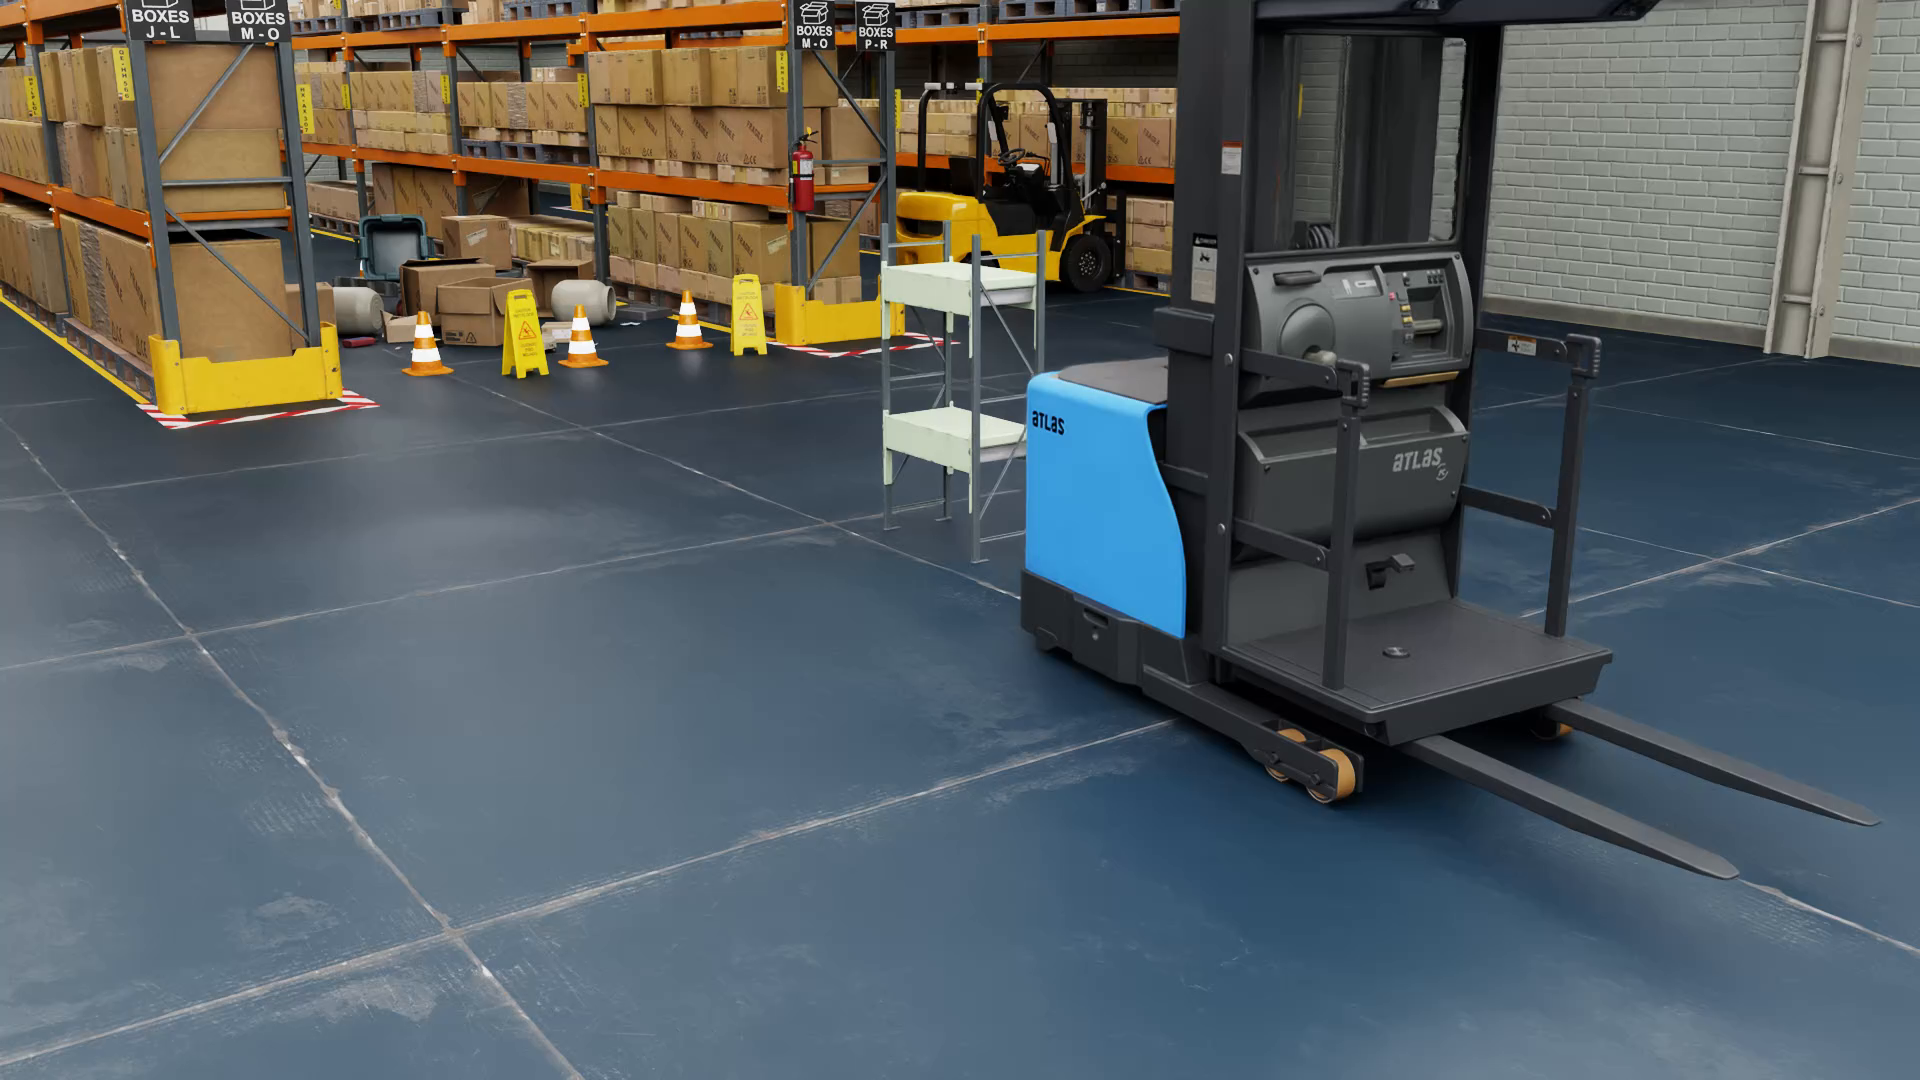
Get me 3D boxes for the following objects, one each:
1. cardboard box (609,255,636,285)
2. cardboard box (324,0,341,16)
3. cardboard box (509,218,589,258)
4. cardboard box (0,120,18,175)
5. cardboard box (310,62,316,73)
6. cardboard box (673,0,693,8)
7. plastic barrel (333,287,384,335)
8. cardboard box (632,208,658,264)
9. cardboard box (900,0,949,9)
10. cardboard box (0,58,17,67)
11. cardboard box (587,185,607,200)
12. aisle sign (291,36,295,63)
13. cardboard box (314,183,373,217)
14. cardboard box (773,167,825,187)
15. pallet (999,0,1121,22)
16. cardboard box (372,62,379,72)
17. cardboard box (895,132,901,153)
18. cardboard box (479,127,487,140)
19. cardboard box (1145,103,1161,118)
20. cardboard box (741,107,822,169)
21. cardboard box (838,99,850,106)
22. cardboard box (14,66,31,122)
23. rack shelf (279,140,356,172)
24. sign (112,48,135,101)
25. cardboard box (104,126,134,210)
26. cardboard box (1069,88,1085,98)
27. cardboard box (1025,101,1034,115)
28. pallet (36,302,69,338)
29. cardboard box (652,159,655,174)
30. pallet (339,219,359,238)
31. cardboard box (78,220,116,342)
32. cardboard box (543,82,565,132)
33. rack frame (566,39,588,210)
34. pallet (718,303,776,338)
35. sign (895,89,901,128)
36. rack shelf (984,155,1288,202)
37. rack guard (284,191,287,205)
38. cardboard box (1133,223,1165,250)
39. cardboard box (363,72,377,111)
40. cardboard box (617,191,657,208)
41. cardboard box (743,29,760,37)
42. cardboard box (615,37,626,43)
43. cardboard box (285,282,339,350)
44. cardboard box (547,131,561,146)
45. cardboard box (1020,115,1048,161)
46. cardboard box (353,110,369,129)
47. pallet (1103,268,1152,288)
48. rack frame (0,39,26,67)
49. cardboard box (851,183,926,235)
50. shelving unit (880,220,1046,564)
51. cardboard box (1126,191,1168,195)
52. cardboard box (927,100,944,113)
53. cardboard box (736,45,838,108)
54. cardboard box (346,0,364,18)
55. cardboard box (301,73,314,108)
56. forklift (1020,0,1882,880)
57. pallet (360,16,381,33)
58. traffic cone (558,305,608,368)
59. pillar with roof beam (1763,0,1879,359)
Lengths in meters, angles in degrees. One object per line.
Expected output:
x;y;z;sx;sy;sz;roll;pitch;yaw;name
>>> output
-3.214;-2.760;16.891;0.500;0.250;0.500;-12;19;-37;cardboard box
-8.681;-7.479;23.308;0.396;0.266;0.258;-10;18;-33;cardboard box
-4.930;-3.562;19.592;0.950;0.372;0.625;-11;19;-36;cardboard box
-8.996;-3.810;16.126;0.500;0.500;0.500;-11;19;-35;cardboard box
-9.342;-6.952;24.484;0.380;0.149;0.250;-11;19;-35;cardboard box
-2.366;-4.877;15.006;0.380;0.149;0.250;-11;19;-35;cardboard box
-5.380;-2.015;14.636;0.512;0.421;0.421;1;15;4;plastic barrel
-2.890;-3.009;16.381;0.500;0.500;0.500;-10;18;-32;cardboard box
-0.404;-6.758;20.587;0.500;0.311;0.500;-12;19;-36;cardboard box
-12.059;-5.778;20.858;0.500;0.500;0.500;-10;18;-33;cardboard box
-6.103;-6.238;29.120;0.797;0.503;0.637;-12;19;-37;cardboard box
-10.675;-7.838;26.108;0.394;0.787;0.004;-11;19;-35;aisle sign
-9.385;-5.261;25.675;0.875;0.438;0.875;-10;18;-33;cardboard box
-1.384;-3.123;14.280;0.380;0.149;0.250;-10;18;-33;cardboard box
1.192;-6.049;18.980;1.003;0.211;1.213;-11;19;-35;pallet
-8.186;-6.763;23.792;0.380;0.149;0.250;-11;19;-34;cardboard box
-0.715;-5.144;21.472;0.500;0.250;0.500;-10;18;-33;cardboard box
-5.391;-4.758;19.457;0.380;0.149;0.250;-12;20;-38;cardboard box
2.178;-4.530;17.526;0.380;0.149;0.250;-11;19;-35;cardboard box
-1.533;-3.462;14.291;0.500;0.500;0.500;-11;19;-36;cardboard box
-1.403;-5.817;22.228;0.380;0.149;0.250;-10;18;-33;cardboard box
-8.481;-4.223;15.739;0.700;0.500;0.500;-11;19;-35;cardboard box
-9.223;-5.840;25.094;1.077;0.370;4.000;-11;19;-35;rack shelf
-5.383;-2.999;10.709;0.100;0.325;0.005;-11;19;-35;sign
-5.531;-2.666;11.851;0.875;0.550;0.550;-11;19;-35;cardboard box
1.439;-4.950;18.500;0.380;0.149;0.250;-11;19;-35;cardboard box
0.974;-4.969;19.130;0.380;0.149;0.250;-11;19;-35;cardboard box
-7.802;-2.070;15.238;1.003;0.211;1.213;-11;19;-35;pallet
-2.746;-3.605;16.042;0.380;0.149;0.250;-11;19;-35;cardboard box
-8.430;-4.589;24.444;1.003;0.211;1.213;-11;19;-35;pallet
-6.441;-2.102;13.304;0.875;0.875;0.875;-11;19;-34;cardboard box
-4.093;-4.614;17.705;0.500;0.500;0.500;-11;19;-34;cardboard box
-6.386;-7.385;29.377;1.000;3.000;0.127;-11;19;-35;rack frame
-1.485;-2.048;15.157;1.003;0.211;1.213;-11;19;-35;pallet
-0.552;-3.699;14.270;0.100;0.325;0.005;-11;19;-35;sign
1.846;-4.049;18.549;1.077;0.370;4.000;-11;19;-35;rack shelf
-10.413;-5.413;26.908;1.175;0.500;0.348;-11;19;-35;rack guard
2.197;-3.250;17.735;0.500;0.250;0.500;-11;19;-35;cardboard box
-7.699;-6.047;22.406;0.500;0.500;0.500;-11;19;-35;cardboard box
-3.189;-3.399;16.575;0.380;0.149;0.250;-11;19;-34;cardboard box
-2.770;-7.337;23.804;0.500;0.250;0.500;-11;19;-35;cardboard box
-5.413;-8.212;27.191;0.380;0.149;0.250;-10;18;-33;cardboard box
-5.545;-1.885;14.011;0.500;0.500;0.500;-7;17;-25;cardboard box
-4.190;-4.308;17.816;0.380;0.149;0.250;-11;19;-35;cardboard box
1.039;-4.627;19.110;0.500;0.500;0.500;-10;18;-34;cardboard box
-8.016;-5.791;22.889;0.500;0.250;0.500;-12;19;-36;cardboard box
1.825;-3.041;18.786;1.003;0.211;1.213;-11;19;-35;pallet
-11.991;-4.970;20.552;1.000;3.000;0.127;-11;19;-35;rack frame
-0.936;-4.460;22.394;0.875;0.625;0.625;-10;18;-33;cardboard box
0.004;-0.722;7.873;0.431;1.500;0.755;-11;19;-35;shelving unit
2.015;-3.784;18.740;0.500;0.250;0.500;-11;19;-36;cardboard box
-0.240;-5.371;20.598;0.380;0.149;0.250;-12;19;-36;cardboard box
-1.468;-3.947;14.166;0.700;0.500;0.500;-11;19;-36;cardboard box
-8.035;-7.183;22.416;0.396;0.266;0.258;-11;19;-35;cardboard box
-9.434;-6.673;24.693;0.500;0.500;0.500;-11;19;-34;cardboard box
1.424;-0.743;5.237;1.130;2.935;3.031;-9;18;-30;forklift
-7.468;-6.926;22.380;0.805;0.209;1.217;-12;19;-37;pallet
-2.985;-1.620;13.120;0.336;0.463;0.334;-11;19;-35;traffic cone
3.387;-5.201;10.034;9.100;9.000;0.400;-11;19;-35;pillar with roof beam
